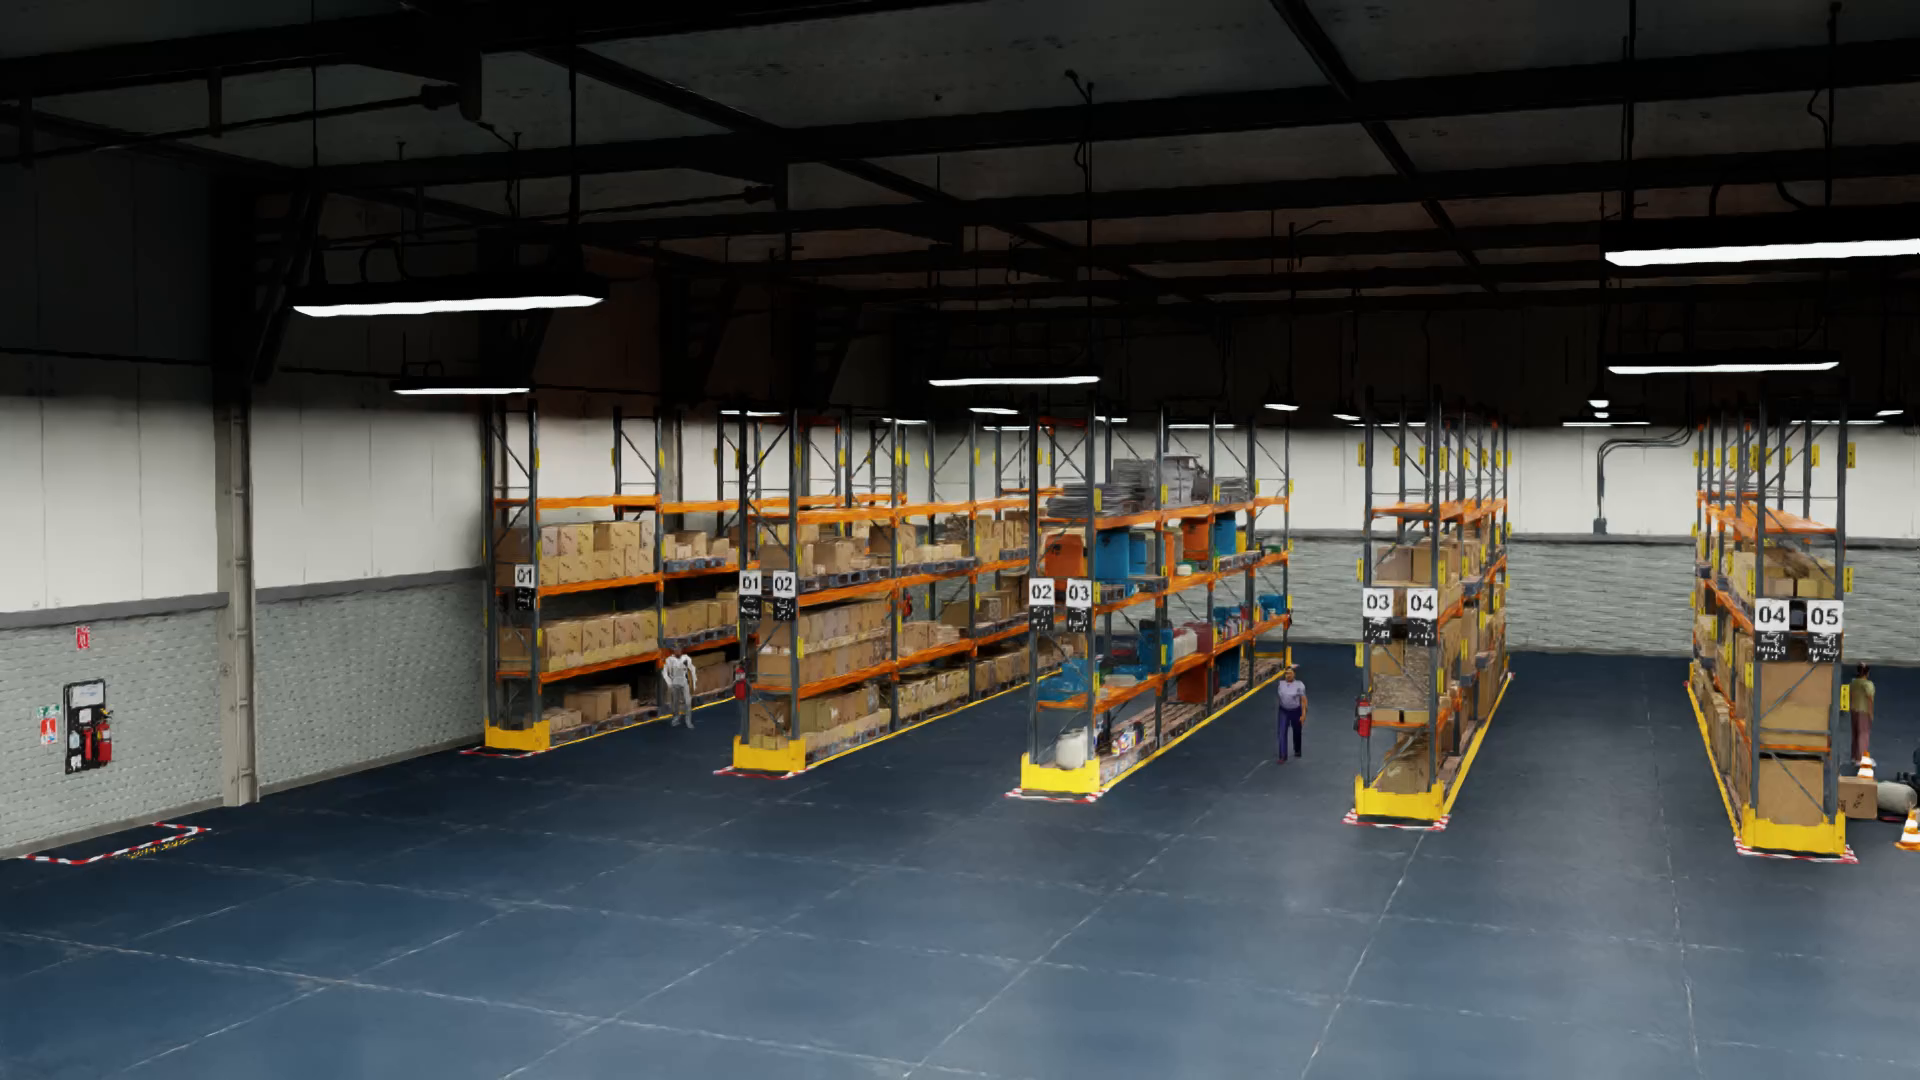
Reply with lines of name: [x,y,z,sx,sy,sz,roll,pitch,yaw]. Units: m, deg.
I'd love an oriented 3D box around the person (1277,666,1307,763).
person: [5.464,2.853,27.351,0.491,1.590,1.001,1,3,20]

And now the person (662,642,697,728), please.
person: [-5.178,2.669,30.814,0.642,1.612,0.787,0,3,2]

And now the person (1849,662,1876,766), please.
person: [14.721,2.816,27.059,0.440,1.675,0.498,-1,3,-10]
